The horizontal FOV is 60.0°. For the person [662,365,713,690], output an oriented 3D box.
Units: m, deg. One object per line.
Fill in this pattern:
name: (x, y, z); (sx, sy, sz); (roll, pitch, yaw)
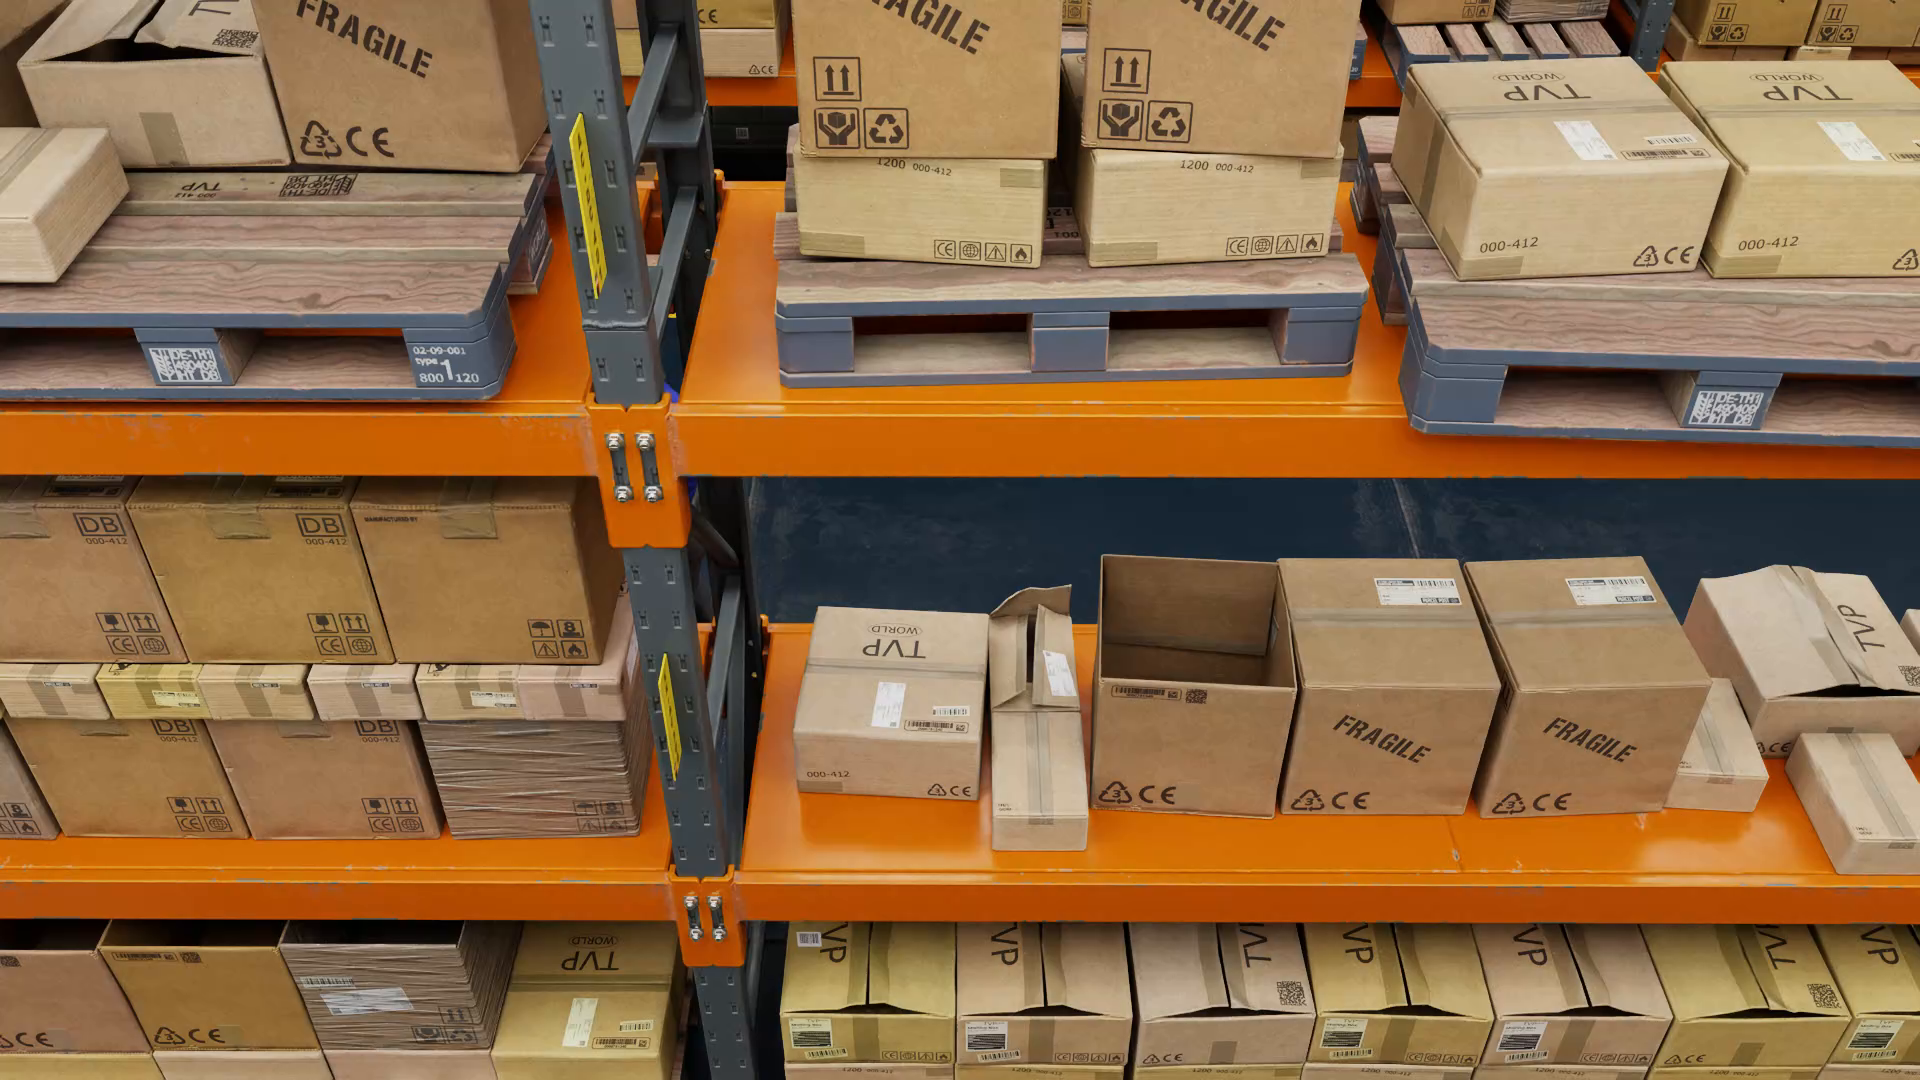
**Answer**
person: (-1.103, -0.061, 6.233); (0.352, 1.653, 0.524); (-2, 40, -3)
